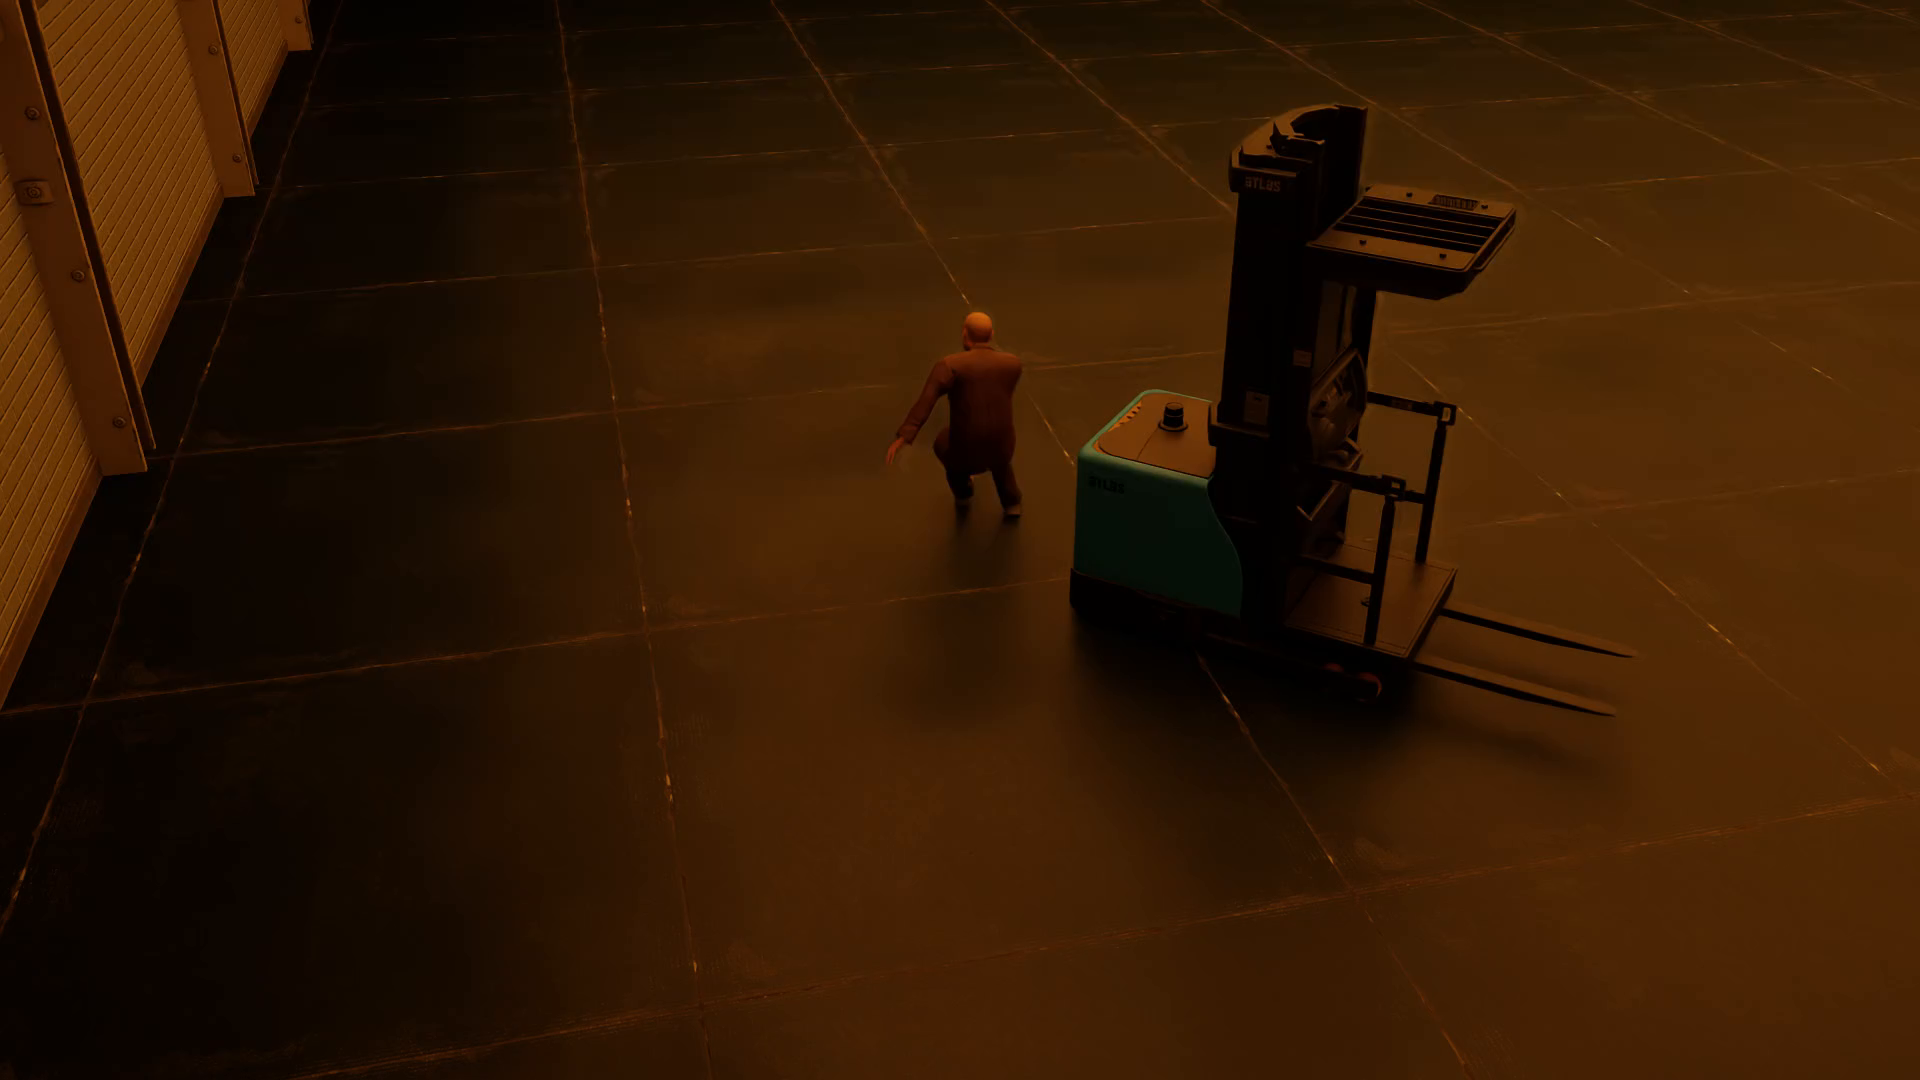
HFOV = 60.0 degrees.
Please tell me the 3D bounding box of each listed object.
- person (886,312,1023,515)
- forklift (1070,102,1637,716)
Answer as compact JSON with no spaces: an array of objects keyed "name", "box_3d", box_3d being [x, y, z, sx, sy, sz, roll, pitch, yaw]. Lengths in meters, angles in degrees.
[{"name":"person","box_3d":[-0.060,-0.713,10.343,1.111,1.504,1.004,-10,32,-17]},{"name":"forklift","box_3d":[2.182,-0.690,8.767,3.031,2.935,1.130,15,33,25]}]
